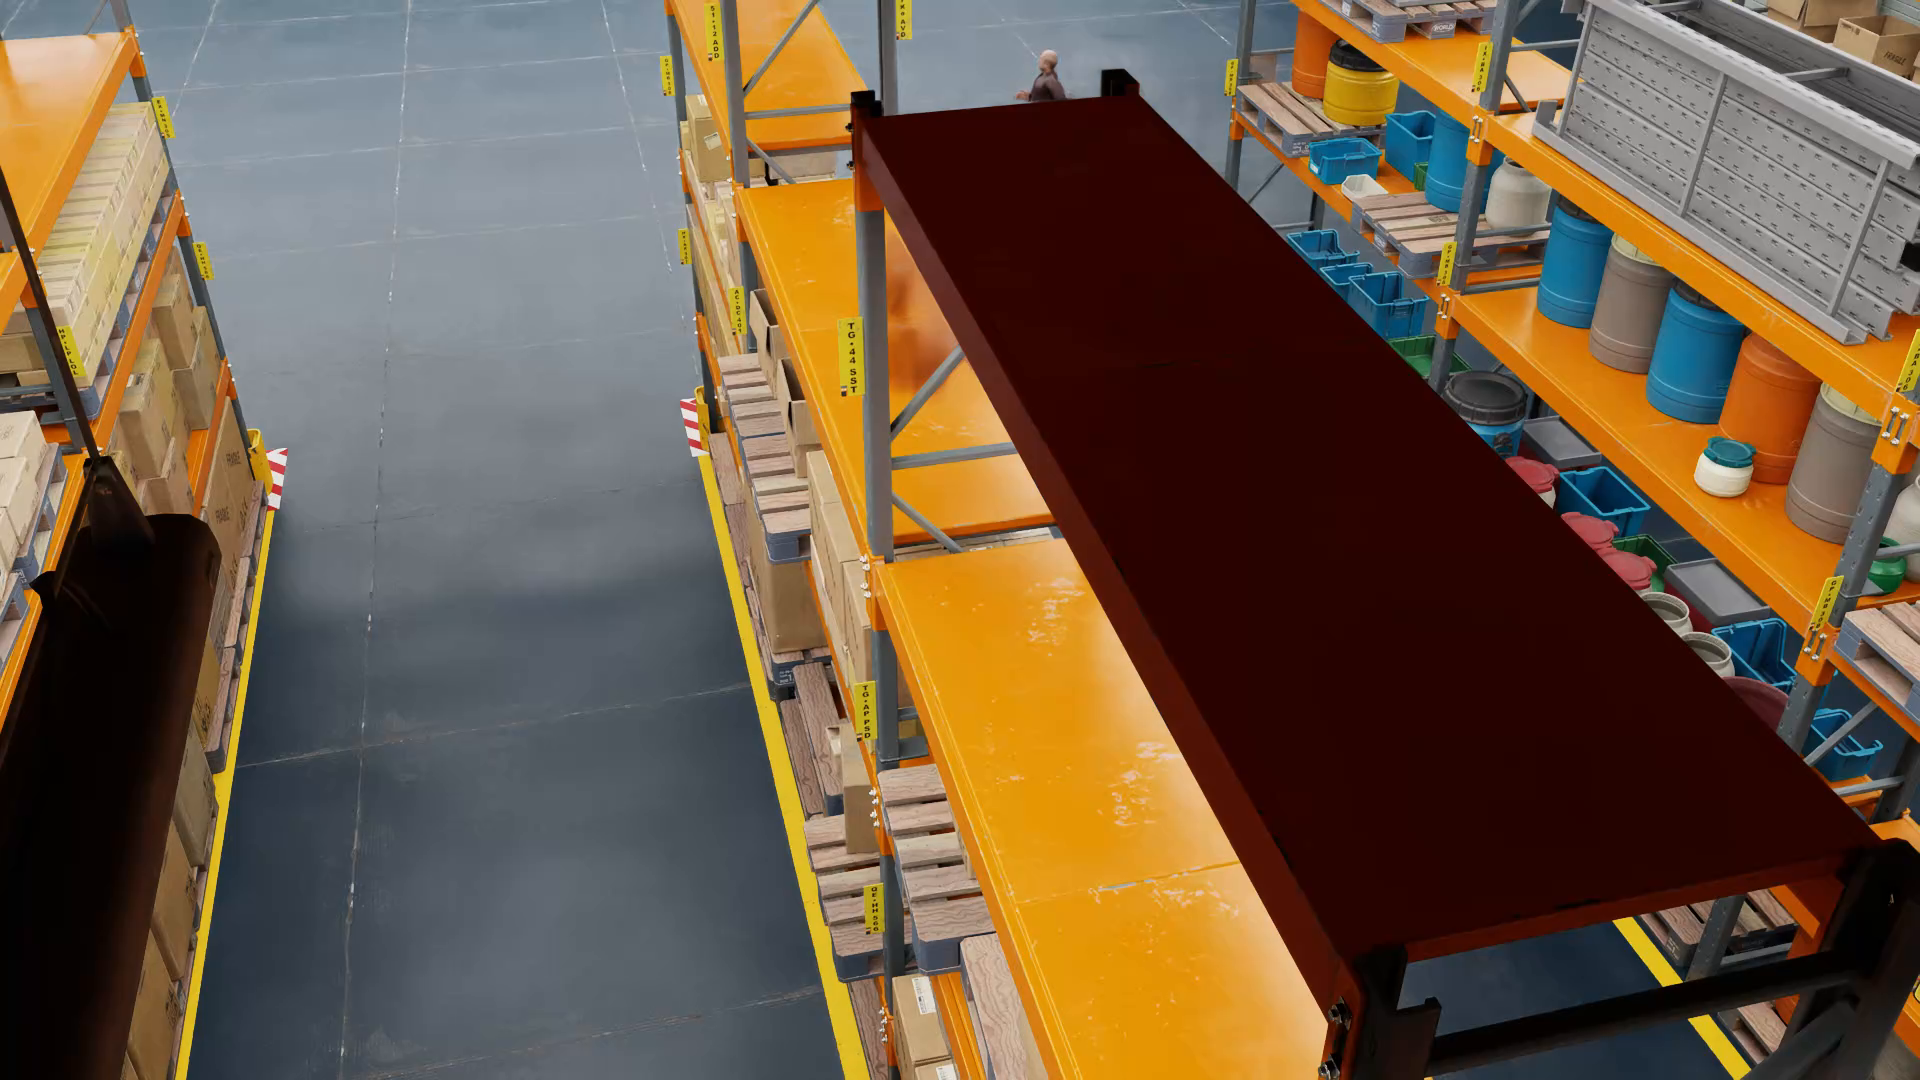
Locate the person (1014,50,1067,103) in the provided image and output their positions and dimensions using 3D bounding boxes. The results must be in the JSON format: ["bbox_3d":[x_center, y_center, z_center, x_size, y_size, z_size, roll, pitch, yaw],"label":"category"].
[{"bbox_3d":[0.962,-4.924,19.669,1.153,1.737,0.727,6,35,8],"label":"person"}]
